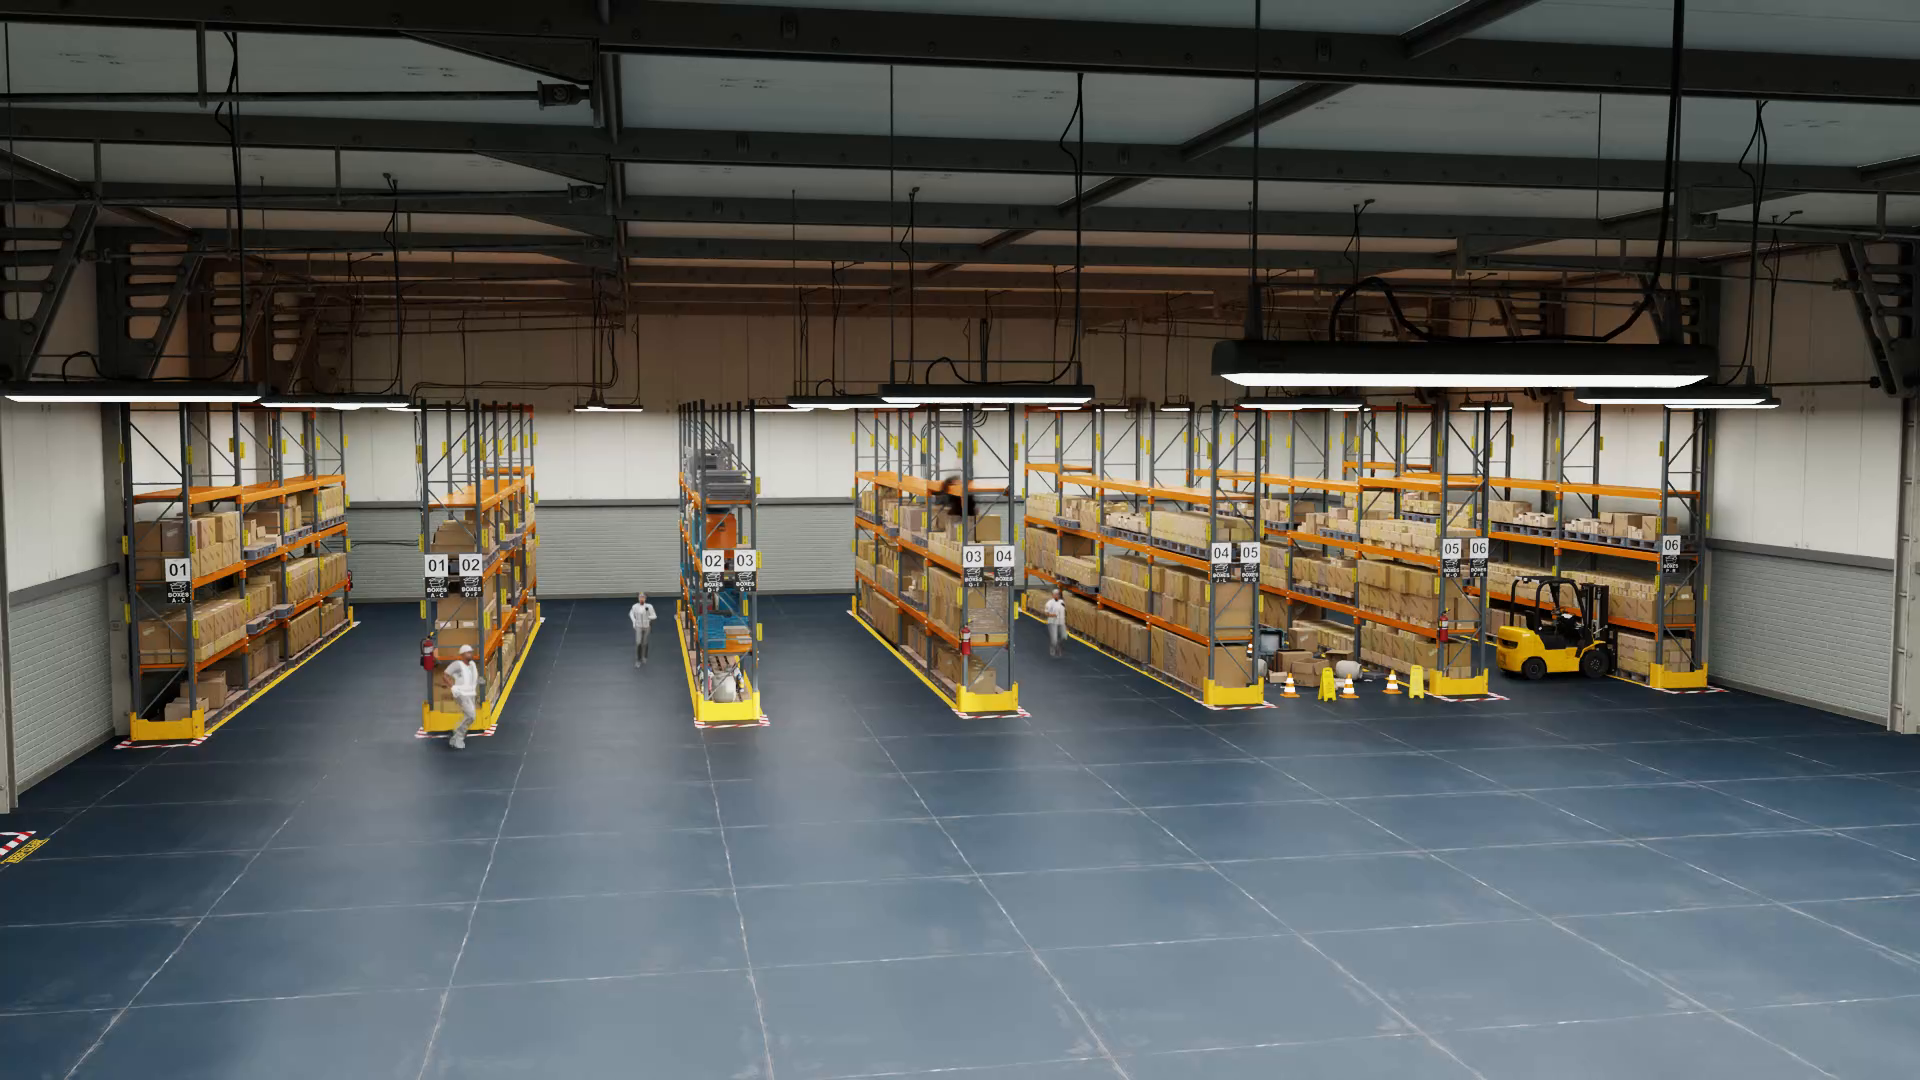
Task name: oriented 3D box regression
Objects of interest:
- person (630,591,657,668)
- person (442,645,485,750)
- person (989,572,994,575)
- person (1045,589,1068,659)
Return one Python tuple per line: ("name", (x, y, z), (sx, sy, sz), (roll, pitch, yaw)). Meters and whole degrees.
("person", (-7.204, 2.029, 37.829), (0.602, 1.743, 0.700), (-1, 4, -8))
("person", (-8.483, 2.695, 28.599), (0.618, 1.787, 0.678), (1, 4, 15))
("person", (1.003, 1.396, 46.040), (0.646, 1.703, 0.653), (-1, 4, -10))
("person", (2.285, 1.971, 38.863), (0.591, 1.638, 0.576), (-1, 5, -18))
